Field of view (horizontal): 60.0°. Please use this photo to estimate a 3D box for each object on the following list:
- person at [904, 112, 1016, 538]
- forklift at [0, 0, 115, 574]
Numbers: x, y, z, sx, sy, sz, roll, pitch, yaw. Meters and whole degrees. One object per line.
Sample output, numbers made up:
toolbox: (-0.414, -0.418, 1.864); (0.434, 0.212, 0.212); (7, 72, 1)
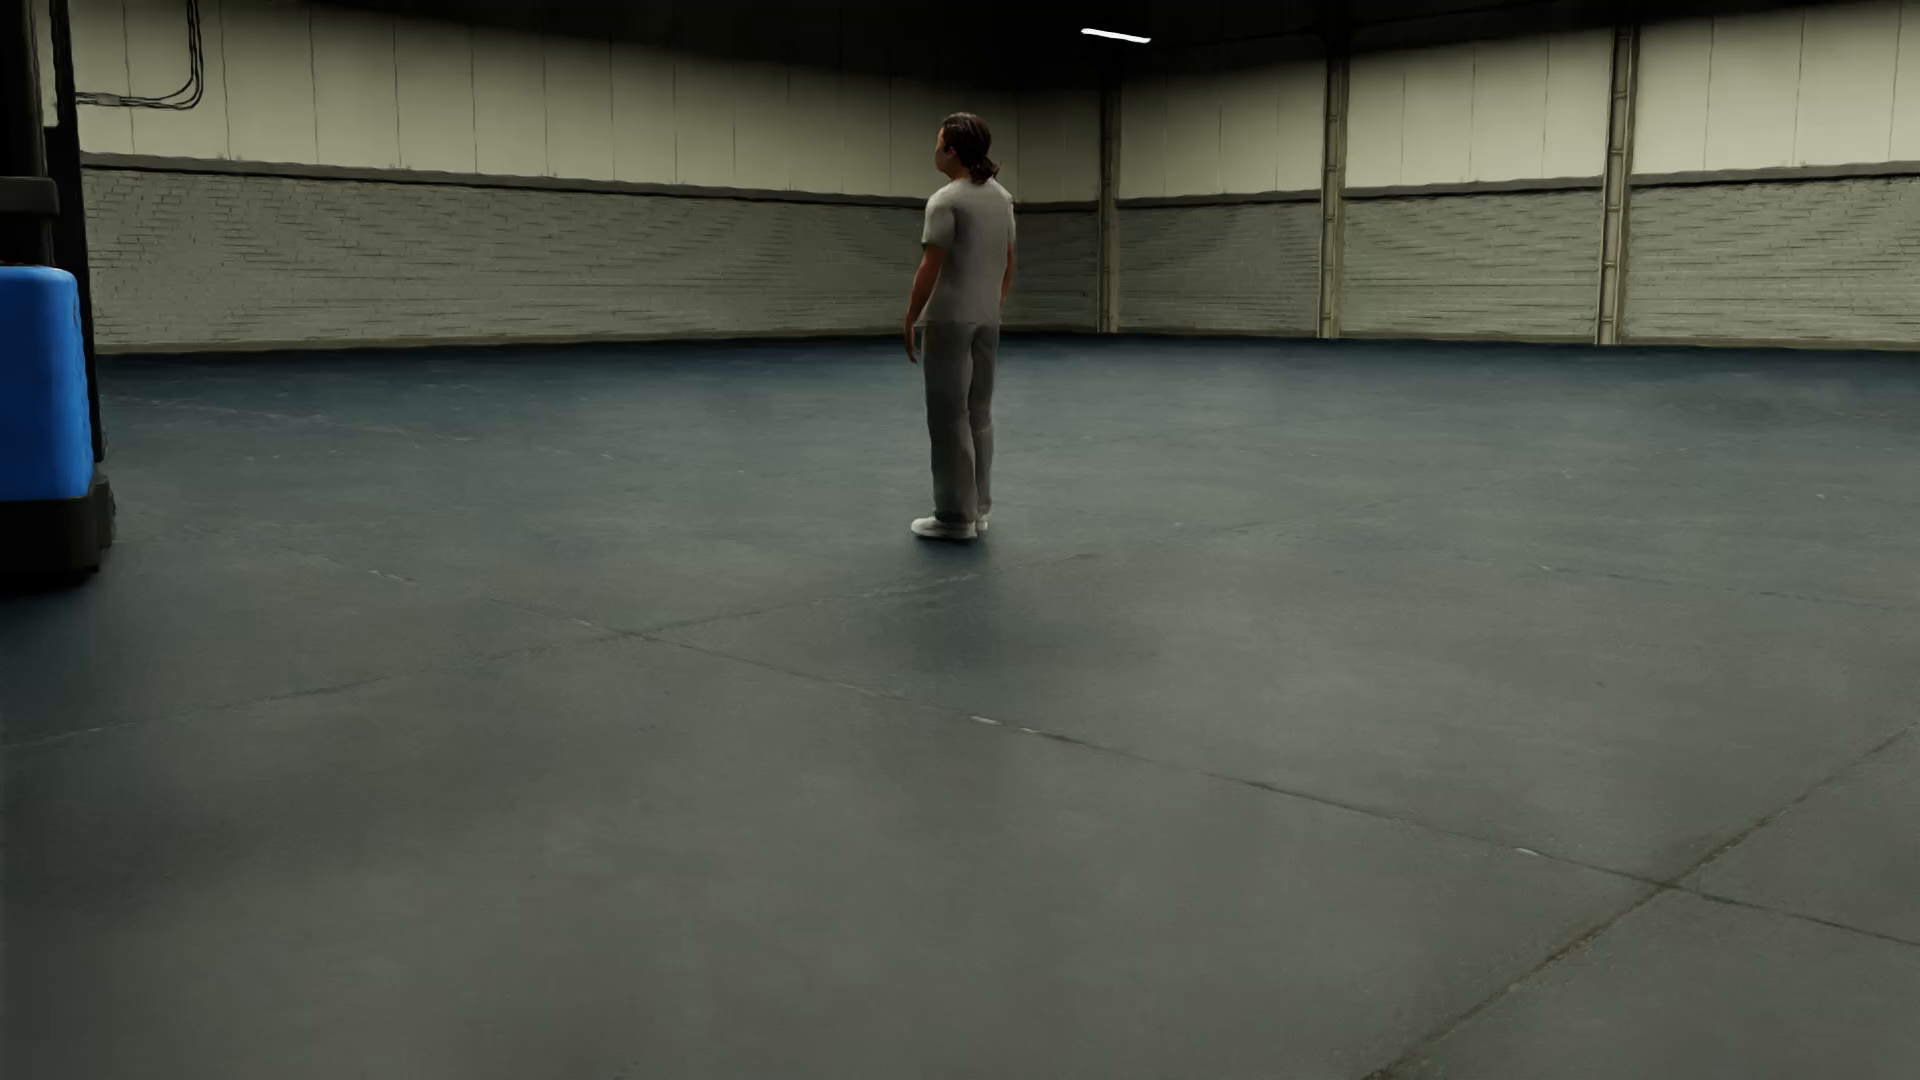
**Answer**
person: (-0.044, -0.840, 6.652); (0.548, 1.665, 0.550); (8, 12, 43)
forklift: (-4.048, -1.452, 6.516); (1.130, 2.935, 3.031); (-4, 10, -26)
